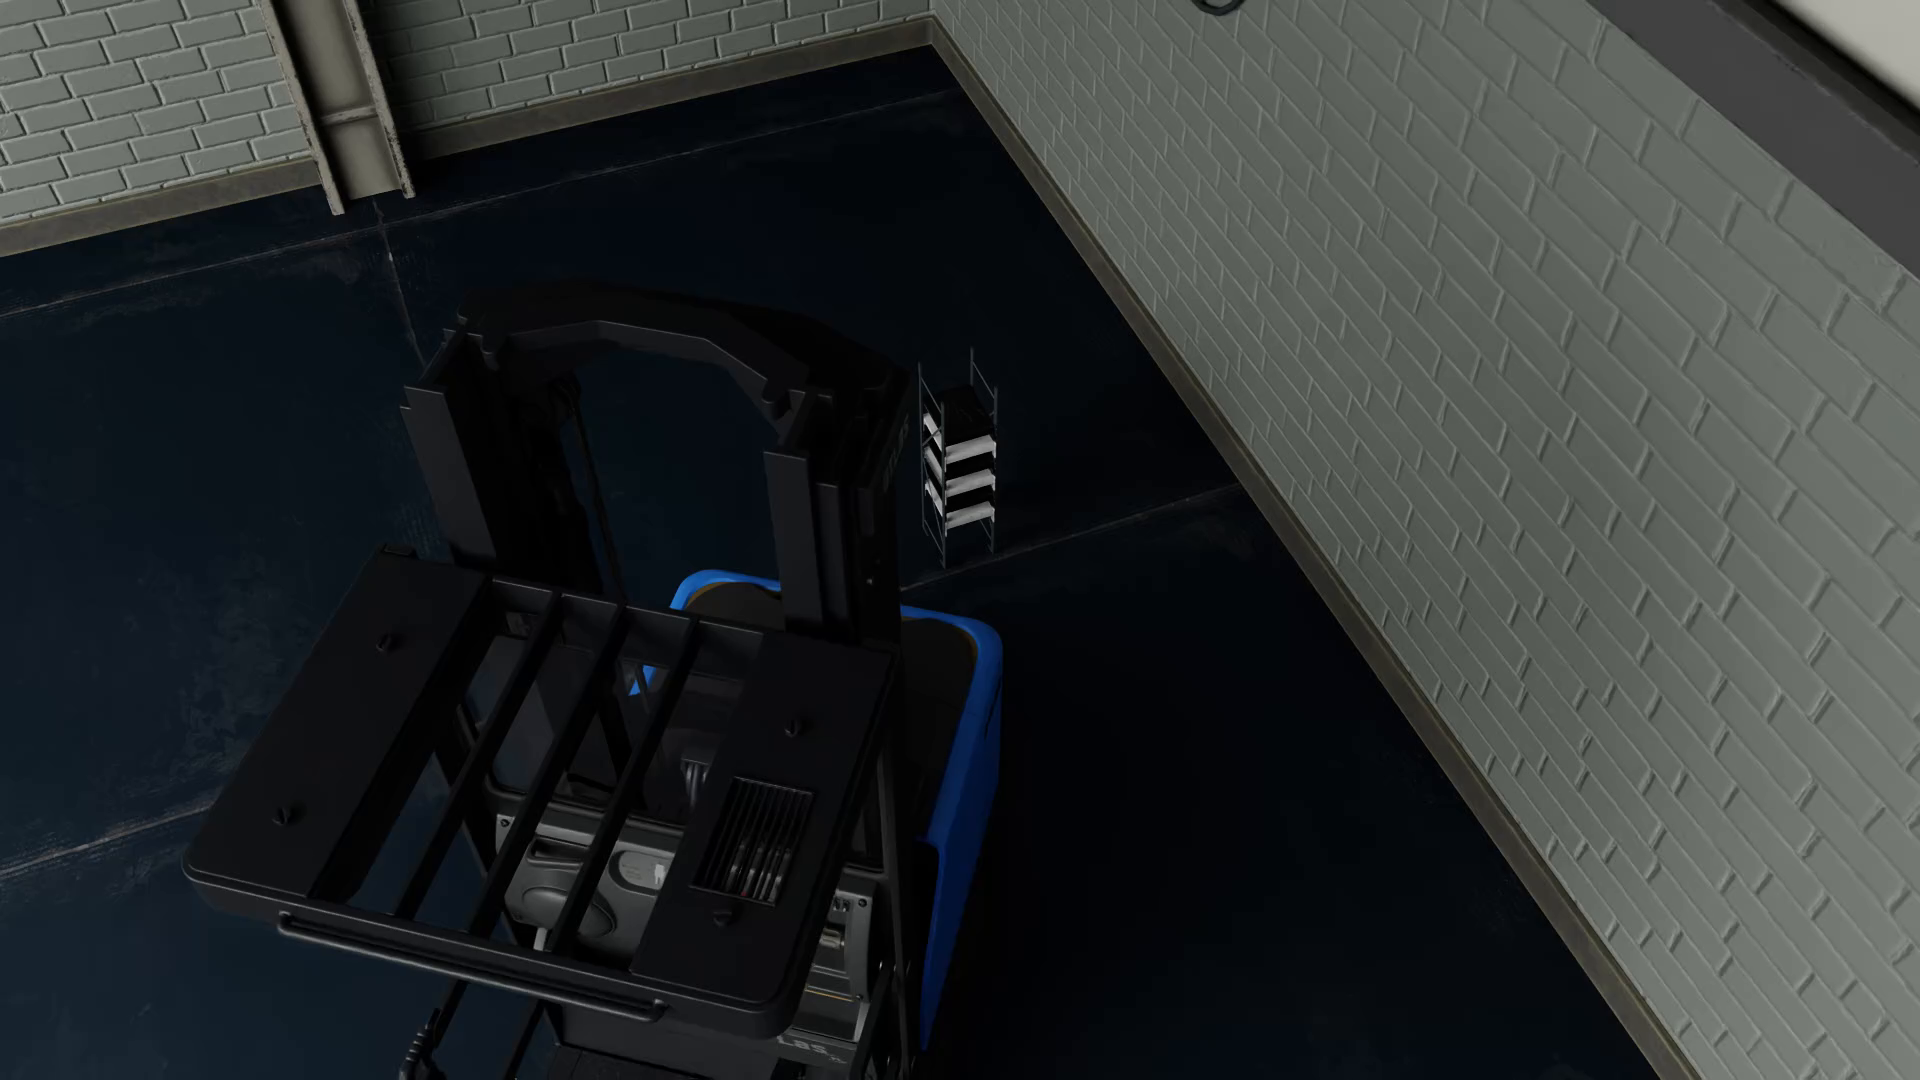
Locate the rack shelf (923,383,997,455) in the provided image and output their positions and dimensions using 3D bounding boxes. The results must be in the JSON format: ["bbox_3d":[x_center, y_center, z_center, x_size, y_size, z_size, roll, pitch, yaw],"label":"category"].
[{"bbox_3d":[-0.008,-0.445,6.068,0.200,0.077,0.258,-17,52,-14],"label":"rack shelf"}]

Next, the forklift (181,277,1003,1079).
[{"bbox_3d":[-0.705,0.994,3.805,1.130,2.935,3.031,11,50,9],"label":"forklift"}]

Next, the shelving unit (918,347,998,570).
[{"bbox_3d":[-0.008,-0.291,6.247,0.210,0.900,0.258,-17,52,-14],"label":"shelving unit"}]

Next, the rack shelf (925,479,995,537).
[{"bbox_3d":[-0.008,-0.152,6.409,0.200,0.077,0.258,-17,52,-14],"label":"rack shelf"}]

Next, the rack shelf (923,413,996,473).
[{"bbox_3d":[-0.008,-0.386,6.136,0.200,0.077,0.258,-17,52,-14],"label":"rack shelf"}]

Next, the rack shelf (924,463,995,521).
[{"bbox_3d":[-0.008,-0.210,6.341,0.200,0.077,0.258,-17,52,-14],"label":"rack shelf"}]

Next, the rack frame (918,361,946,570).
[{"bbox_3d":[-0.102,-0.262,6.222,0.006,0.900,0.240,-17,52,-14],"label":"rack frame"}]

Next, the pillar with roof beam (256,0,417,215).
[{"bbox_3d":[-1.230,-1.618,2.049,0.400,9.000,9.100,-17,52,-14],"label":"pillar with roof beam"}]

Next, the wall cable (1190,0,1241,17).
[{"bbox_3d":[0.369,-3.546,5.751,0.112,2.526,3.097,-17,52,-14],"label":"wall cable"}]

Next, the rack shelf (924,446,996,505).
[{"bbox_3d":[-0.008,-0.269,6.273,0.200,0.077,0.258,-17,52,-14],"label":"rack shelf"}]

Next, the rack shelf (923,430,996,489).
[{"bbox_3d":[-0.008,-0.328,6.204,0.200,0.077,0.258,-17,52,-14],"label":"rack shelf"}]

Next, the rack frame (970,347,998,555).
[{"bbox_3d":[0.087,-0.320,6.272,0.006,0.900,0.240,-17,52,-14],"label":"rack frame"}]
